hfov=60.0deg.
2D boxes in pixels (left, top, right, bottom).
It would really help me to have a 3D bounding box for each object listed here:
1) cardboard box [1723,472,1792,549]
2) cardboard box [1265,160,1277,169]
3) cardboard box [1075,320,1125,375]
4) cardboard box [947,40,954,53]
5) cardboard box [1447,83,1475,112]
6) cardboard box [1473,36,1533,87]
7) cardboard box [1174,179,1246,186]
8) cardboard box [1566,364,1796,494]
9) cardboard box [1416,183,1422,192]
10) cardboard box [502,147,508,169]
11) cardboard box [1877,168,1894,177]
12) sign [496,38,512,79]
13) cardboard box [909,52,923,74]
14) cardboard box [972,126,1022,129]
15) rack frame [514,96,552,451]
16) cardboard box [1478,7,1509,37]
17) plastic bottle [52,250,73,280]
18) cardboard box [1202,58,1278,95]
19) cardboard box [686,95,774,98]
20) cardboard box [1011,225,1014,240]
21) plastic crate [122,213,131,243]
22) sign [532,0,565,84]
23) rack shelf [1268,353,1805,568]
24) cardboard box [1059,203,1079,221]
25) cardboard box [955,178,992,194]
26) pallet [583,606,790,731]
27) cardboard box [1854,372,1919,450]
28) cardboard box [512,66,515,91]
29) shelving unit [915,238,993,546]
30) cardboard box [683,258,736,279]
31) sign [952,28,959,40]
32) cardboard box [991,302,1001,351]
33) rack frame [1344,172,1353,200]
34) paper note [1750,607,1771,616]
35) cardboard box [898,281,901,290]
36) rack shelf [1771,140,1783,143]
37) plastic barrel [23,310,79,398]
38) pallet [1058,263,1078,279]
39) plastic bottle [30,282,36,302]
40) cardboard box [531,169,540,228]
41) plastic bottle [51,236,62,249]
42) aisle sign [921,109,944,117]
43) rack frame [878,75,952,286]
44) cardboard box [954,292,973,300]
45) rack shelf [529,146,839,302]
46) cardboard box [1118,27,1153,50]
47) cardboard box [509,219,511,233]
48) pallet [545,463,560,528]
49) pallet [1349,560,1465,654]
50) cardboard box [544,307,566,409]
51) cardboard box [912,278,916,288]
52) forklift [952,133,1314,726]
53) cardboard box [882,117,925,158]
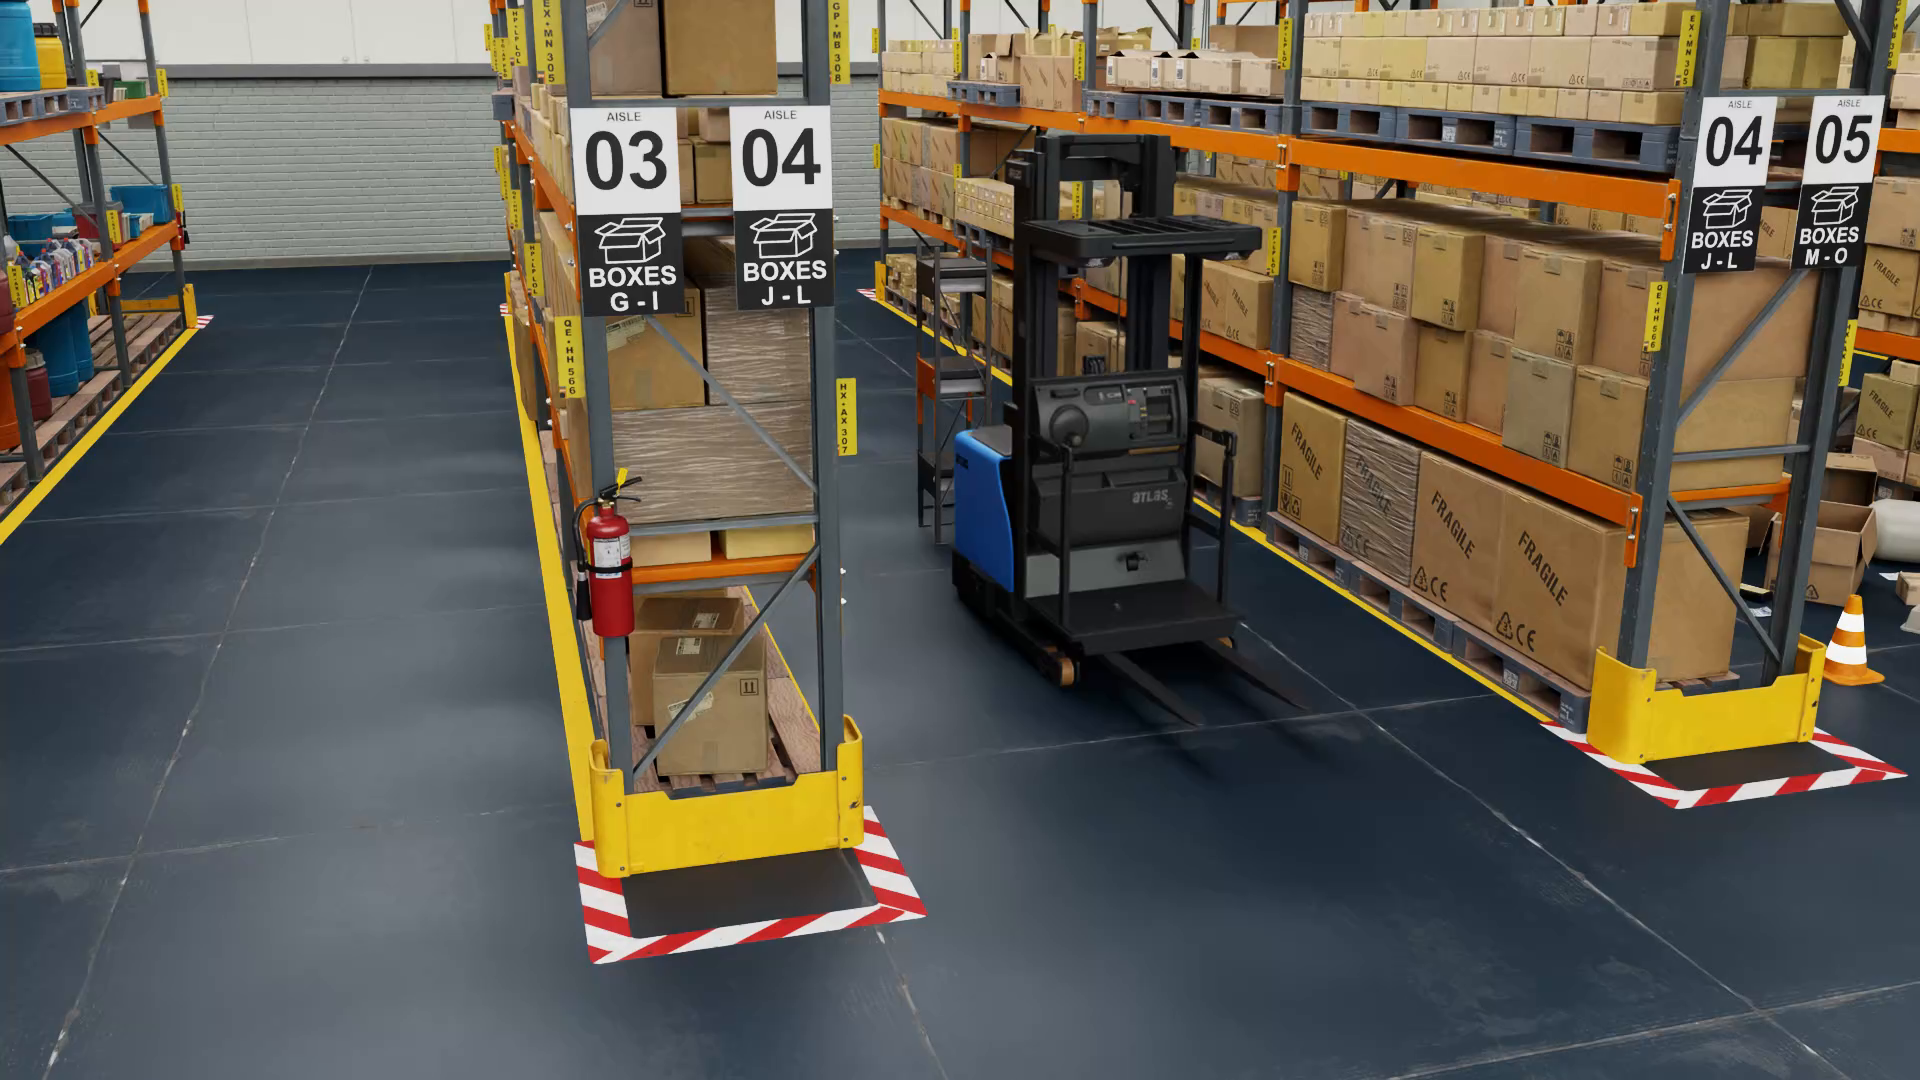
[{"bbox_3d":[5.342,-0.252,11.681,0.797,0.637,0.503,-5,17,-15],"label":"cardboard box"},{"bbox_3d":[4.421,-5.214,22.184,0.500,0.500,0.500,-5,17,-15],"label":"cardboard box"},{"bbox_3d":[1.675,-1.581,15.181,1.050,0.750,0.750,-5,17,-16],"label":"cardboard box"},{"bbox_3d":[0.064,-5.671,19.103,0.380,0.149,0.250,-4,17,-14],"label":"cardboard box"},{"bbox_3d":[2.957,-2.472,9.287,0.380,0.149,0.250,-4,17,-15],"label":"cardboard box"},{"bbox_3d":[3.116,-2.567,8.908,0.500,0.250,0.500,-5,17,-16],"label":"cardboard box"},{"bbox_3d":[1.991,-2.753,13.990,0.700,0.500,0.500,-5,17,-16],"label":"cardboard box"},{"bbox_3d":[3.647,-0.591,8.443,0.875,0.550,0.550,-5,17,-15],"label":"cardboard box"},{"bbox_3d":[5.373,-4.263,19.018,0.500,0.500,0.500,-5,17,-17],"label":"cardboard box"},{"bbox_3d":[-5.243,-4.476,20.078,0.500,0.500,0.500,-5,17,-17],"label":"cardboard box"},{"bbox_3d":[10.471,-4.133,19.587,0.797,0.503,0.637,-5,17,-17],"label":"cardboard box"},{"bbox_3d":[-3.738,-3.949,13.634,0.100,0.325,0.005,-5,17,-15],"label":"sign"},{"bbox_3d":[-0.321,-5.883,20.500,0.500,0.250,0.500,-5,18,-17],"label":"cardboard box"},{"bbox_3d":[0.448,-4.694,19.937,0.500,0.500,0.500,-5,18,-17],"label":"cardboard box"},{"bbox_3d":[-3.203,-2.268,14.290,1.000,3.000,0.127,-5,17,-15],"label":"rack frame"},{"bbox_3d":[3.025,-2.785,8.942,0.380,0.149,0.250,-5,17,-16],"label":"cardboard box"},{"bbox_3d":[-8.369,-2.563,15.485,0.152,0.276,0.135,-5,17,-15],"label":"plastic bottle"},{"bbox_3d":[2.143,-3.464,12.413,0.500,0.250,0.500,-5,17,-16],"label":"cardboard box"},{"bbox_3d":[-1.030,-1.926,7.504,0.380,0.149,0.250,-4,17,-13],"label":"cardboard box"},{"bbox_3d":[0.739,-3.097,16.755,0.380,0.149,0.250,-5,18,-18],"label":"cardboard box"},{"bbox_3d":[-9.307,-3.392,18.132,0.437,0.282,0.530,-5,17,-15],"label":"plastic crate"},{"bbox_3d":[-1.543,-1.878,6.236,0.100,0.325,0.005,-5,17,-15],"label":"sign"},{"bbox_3d":[3.243,-0.628,10.080,1.077,0.370,4.000,-5,17,-15],"label":"rack shelf"},{"bbox_3d":[1.019,-3.098,15.723,0.380,0.149,0.250,-5,18,-17],"label":"cardboard box"},{"bbox_3d":[0.161,-3.959,18.592,0.380,0.149,0.250,-4,17,-12],"label":"cardboard box"},{"bbox_3d":[-1.546,0.695,9.273,1.003,0.211,1.213,-5,17,-15],"label":"pallet"},{"bbox_3d":[7.328,-1.004,12.827,0.500,0.500,0.500,-4,17,-13],"label":"cardboard box"},{"bbox_3d":[-3.321,-3.842,13.271,0.500,0.500,0.500,-5,17,-15],"label":"cardboard box"},{"bbox_3d":[-0.045,-1.051,11.802,0.431,2.100,0.503,-5,17,-15],"label":"shelving unit"},{"bbox_3d":[-1.024,-1.037,7.762,0.500,0.500,0.500,-5,17,-15],"label":"cardboard box"},{"bbox_3d":[-0.065,-6.744,22.437,0.100,0.325,0.005,-5,17,-15],"label":"sign"},{"bbox_3d":[0.590,-2.371,18.248,0.500,0.500,0.500,-4,17,-13],"label":"cardboard box"},{"bbox_3d":[5.227,-4.158,20.581,1.000,3.000,0.127,-5,17,-15],"label":"rack frame"},{"bbox_3d":[5.006,0.447,10.415,0.144,0.017,0.142,1,17,4],"label":"paper note"},{"bbox_3d":[-0.617,-3.445,22.432,0.380,0.149,0.250,-5,17,-15],"label":"cardboard box"},{"bbox_3d":[6.875,-3.591,14.728,1.077,0.370,4.000,-5,17,-15],"label":"rack shelf"},{"bbox_3d":[-8.736,-1.832,15.753,0.600,0.901,0.708,-5,17,-15],"label":"plastic barrel"},{"bbox_3d":[1.296,-2.729,16.158,1.213,0.211,1.003,-5,17,-15],"label":"pallet"},{"bbox_3d":[-7.942,-2.126,14.161,0.097,0.201,0.097,0,17,0],"label":"plastic bottle"},{"bbox_3d":[-3.564,-3.181,15.409,0.797,0.503,0.637,-4,17,-14],"label":"cardboard box"},{"bbox_3d":[-8.636,-2.720,15.878,0.144,0.351,0.185,-5,17,-15],"label":"plastic bottle"},{"bbox_3d":[-0.336,-6.134,22.641,0.394,0.787,0.004,-5,17,-15],"label":"aisle sign"},{"bbox_3d":[-0.604,-4.845,22.869,1.000,3.000,0.127,-5,17,-15],"label":"rack frame"},{"bbox_3d":[0.147,-2.937,19.709,0.380,0.149,0.250,-4,17,-14],"label":"cardboard box"},{"bbox_3d":[-1.554,-1.701,8.436,1.077,0.370,4.000,-5,17,-15],"label":"rack shelf"},{"bbox_3d":[1.606,-4.760,15.866,0.396,0.266,0.258,-5,17,-15],"label":"cardboard box"},{"bbox_3d":[-5.054,-3.668,19.387,0.380,0.149,0.250,-5,17,-16],"label":"cardboard box"},{"bbox_3d":[-2.658,-0.380,12.849,1.003,0.211,1.213,-5,17,-15],"label":"pallet"},{"bbox_3d":[3.166,0.364,10.373,1.003,0.211,1.213,-5,17,-15],"label":"pallet"},{"bbox_3d":[-1.936,-1.082,9.649,0.875,0.500,0.500,-5,17,-15],"label":"cardboard box"},{"bbox_3d":[-0.403,-3.372,21.672,0.380,0.149,0.250,-6,18,-18],"label":"cardboard box"},{"bbox_3d":[0.941,-0.723,9.263,1.130,2.935,3.031,-6,18,-20],"label":"forklift"},{"bbox_3d":[-0.736,-5.369,22.184,0.500,0.500,0.500,-5,17,-16],"label":"cardboard box"}]
